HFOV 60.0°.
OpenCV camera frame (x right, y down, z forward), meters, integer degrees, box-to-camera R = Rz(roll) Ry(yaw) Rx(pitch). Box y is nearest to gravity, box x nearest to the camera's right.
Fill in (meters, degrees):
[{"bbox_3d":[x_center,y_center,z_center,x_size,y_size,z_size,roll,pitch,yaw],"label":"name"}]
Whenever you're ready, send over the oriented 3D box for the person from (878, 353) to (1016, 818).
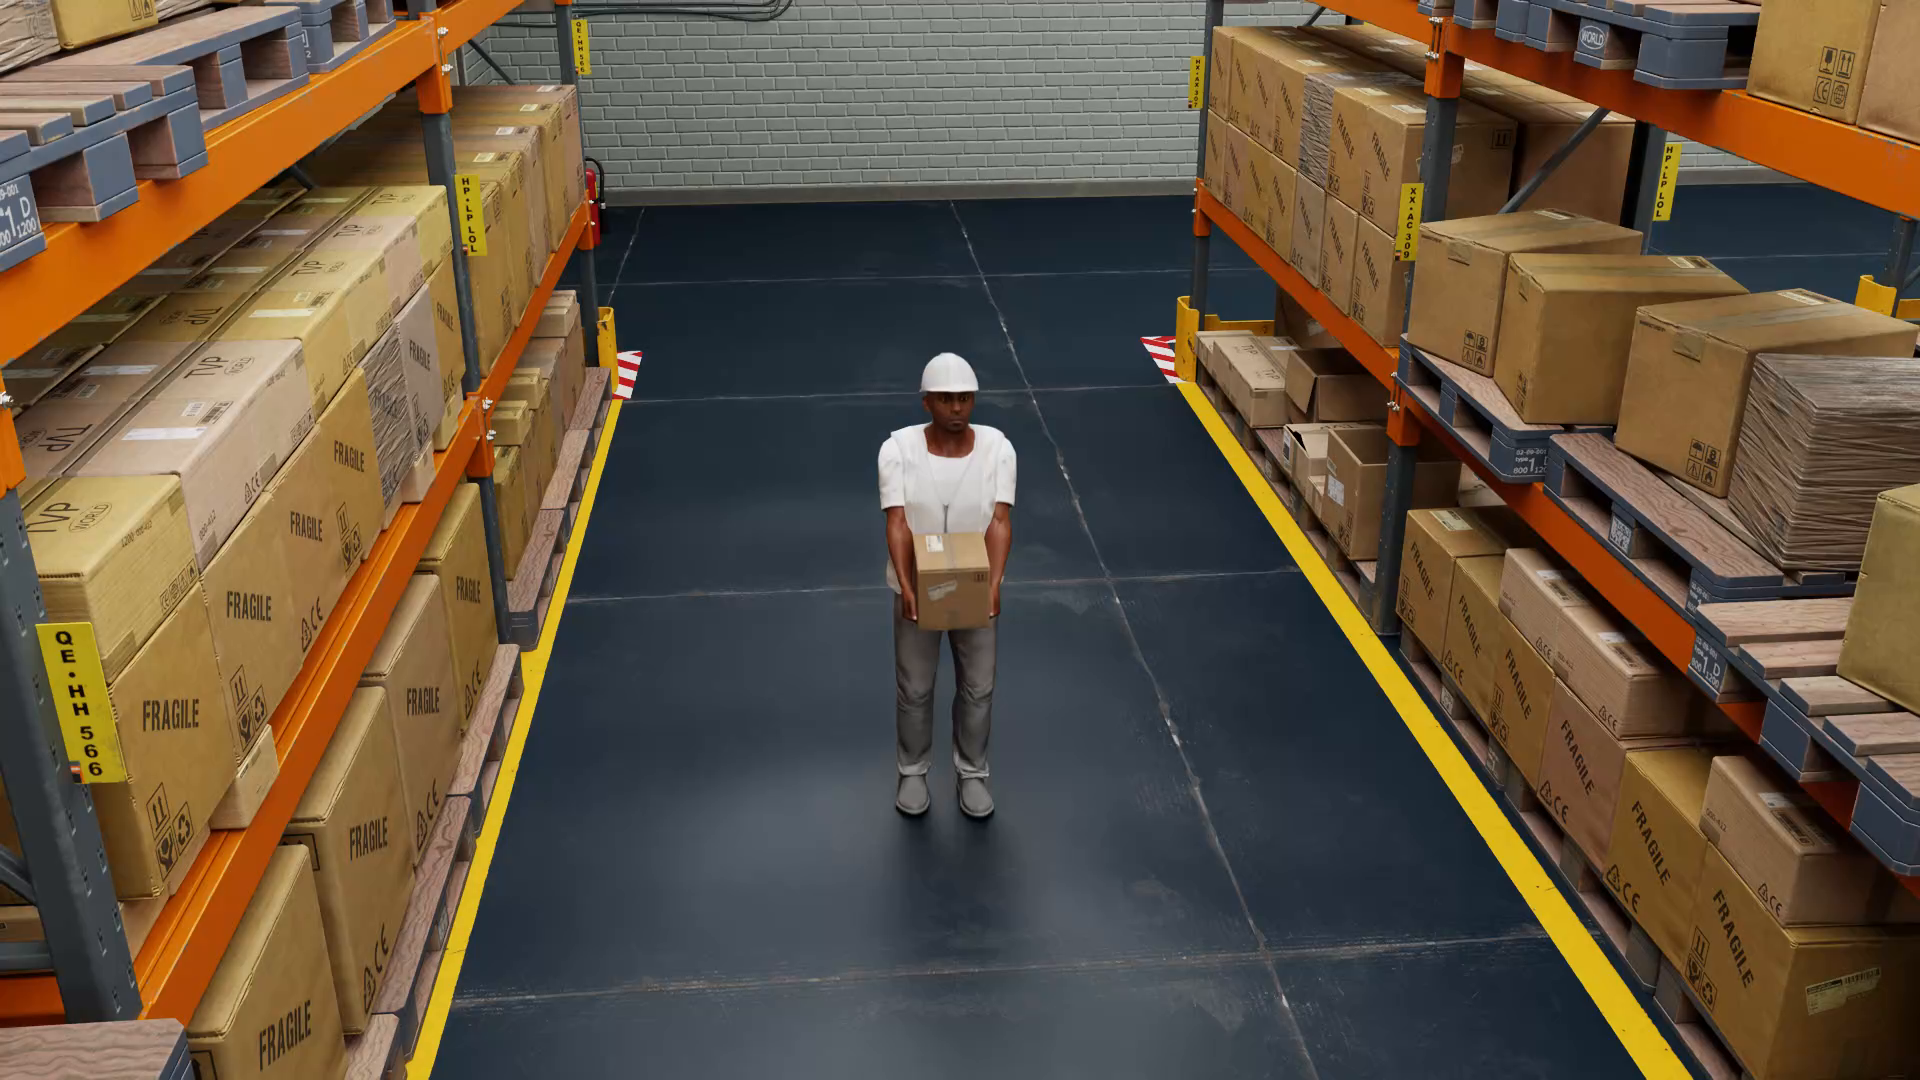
[{"bbox_3d":[-0.034,0.211,6.094,0.502,1.761,0.577,-2,24,-5],"label":"person"}]
